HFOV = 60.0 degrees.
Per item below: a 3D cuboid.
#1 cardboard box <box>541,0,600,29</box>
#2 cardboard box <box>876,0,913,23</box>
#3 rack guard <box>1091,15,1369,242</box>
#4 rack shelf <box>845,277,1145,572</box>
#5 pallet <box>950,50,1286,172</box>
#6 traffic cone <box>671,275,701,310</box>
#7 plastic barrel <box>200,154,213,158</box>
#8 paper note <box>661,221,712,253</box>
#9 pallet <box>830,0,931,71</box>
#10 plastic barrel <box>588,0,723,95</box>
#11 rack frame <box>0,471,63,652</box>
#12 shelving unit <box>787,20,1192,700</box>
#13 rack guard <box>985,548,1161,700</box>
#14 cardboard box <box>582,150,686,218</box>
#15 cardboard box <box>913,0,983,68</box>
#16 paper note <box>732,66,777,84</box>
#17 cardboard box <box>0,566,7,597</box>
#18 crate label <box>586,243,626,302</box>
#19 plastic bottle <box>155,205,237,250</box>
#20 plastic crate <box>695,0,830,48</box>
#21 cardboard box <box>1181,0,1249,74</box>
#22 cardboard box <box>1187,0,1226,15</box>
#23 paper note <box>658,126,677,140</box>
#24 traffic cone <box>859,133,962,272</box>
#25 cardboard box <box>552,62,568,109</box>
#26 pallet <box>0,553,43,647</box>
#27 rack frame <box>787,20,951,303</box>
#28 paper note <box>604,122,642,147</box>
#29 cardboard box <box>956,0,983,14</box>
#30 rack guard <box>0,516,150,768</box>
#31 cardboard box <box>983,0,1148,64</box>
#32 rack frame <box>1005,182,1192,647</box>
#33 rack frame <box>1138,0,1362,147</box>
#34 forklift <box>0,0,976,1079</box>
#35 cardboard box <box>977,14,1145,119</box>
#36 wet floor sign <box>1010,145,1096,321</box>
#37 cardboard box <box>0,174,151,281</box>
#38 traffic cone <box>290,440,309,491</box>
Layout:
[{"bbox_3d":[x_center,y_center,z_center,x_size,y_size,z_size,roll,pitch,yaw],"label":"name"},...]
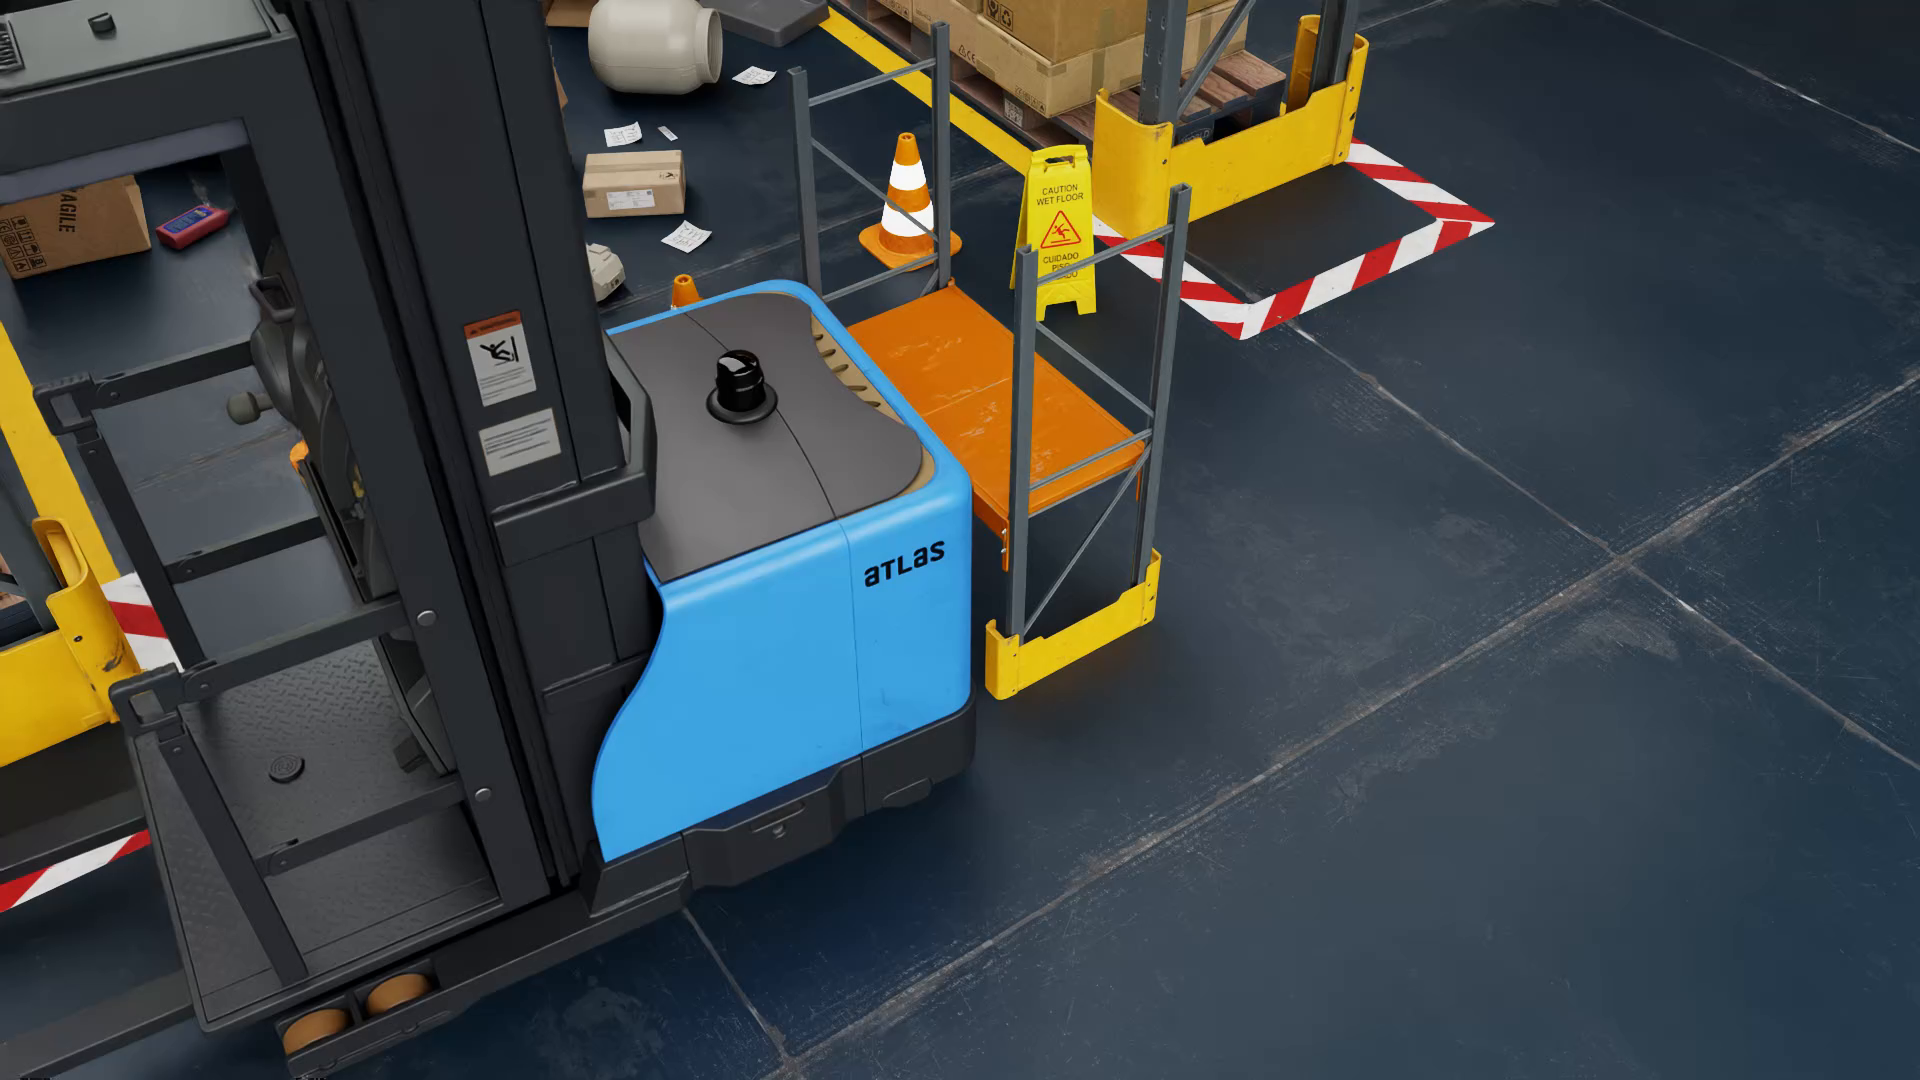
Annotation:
[{"bbox_3d":[-1.680,-2.725,7.740,0.500,0.500,0.500,4,44,4],"label":"cardboard box"},{"bbox_3d":[-0.166,-2.606,7.495,0.500,0.250,0.500,-27,50,-26],"label":"cardboard box"},{"bbox_3d":[1.068,-1.646,6.612,1.175,0.500,0.348,-26,49,-24],"label":"rack guard"},{"bbox_3d":[0.049,-0.364,4.806,0.538,0.185,1.000,-26,49,-24],"label":"rack shelf"},{"bbox_3d":[0.632,-2.015,7.208,1.003,0.211,1.213,-26,49,-24],"label":"pallet"},{"bbox_3d":[-0.909,-0.692,5.640,0.336,0.463,0.334,-26,49,-24],"label":"traffic cone"},{"bbox_3d":[-3.272,-1.791,6.820,0.512,0.421,0.421,4,44,4],"label":"plastic barrel"},{"bbox_3d":[-1.062,-1.182,6.466,0.142,0.019,0.148,26,49,25],"label":"paper note"},{"bbox_3d":[-0.062,-2.706,7.931,1.003,0.211,1.213,-26,49,-24],"label":"pallet"},{"bbox_3d":[-1.312,-2.147,7.192,0.512,0.421,0.421,4,44,4],"label":"plastic barrel"},{"bbox_3d":[-2.891,-0.494,3.595,1.000,3.000,0.127,-26,49,-24],"label":"rack frame"},{"bbox_3d":[0.044,-0.499,4.687,0.587,1.500,1.083,-26,49,-24],"label":"shelving unit"},{"bbox_3d":[0.329,0.235,4.823,0.587,0.250,0.087,-26,49,-24],"label":"rack guard"},{"bbox_3d":[-1.295,-1.420,6.629,0.380,0.149,0.250,-3,44,-4],"label":"cardboard box"},{"bbox_3d":[0.138,-2.312,7.187,0.500,0.250,0.500,-26,49,-24],"label":"cardboard box"},{"bbox_3d":[-0.912,-2.067,7.393,0.148,0.019,0.142,26,49,25],"label":"paper note"},{"bbox_3d":[-3.333,-0.236,4.559,0.875,0.875,0.875,-25,49,-24],"label":"cardboard box"},{"bbox_3d":[-1.409,-0.995,6.193,0.298,0.136,0.250,18,47,18],"label":"crate label"},{"bbox_3d":[-2.982,-1.239,6.504,0.133,0.061,0.283,26,49,25],"label":"plastic bottle"},{"bbox_3d":[-0.951,-2.503,7.814,0.583,0.080,0.402,26,49,25],"label":"plastic crate"},{"bbox_3d":[0.877,-2.230,7.101,0.500,0.250,0.500,-26,49,-25],"label":"cardboard box"},{"bbox_3d":[0.863,-2.515,6.856,0.500,0.500,0.500,-27,50,-26],"label":"cardboard box"},{"bbox_3d":[-1.239,-1.725,7.049,0.032,0.001,0.123,-26,49,-24],"label":"paper note"},{"bbox_3d":[-0.193,-1.323,6.301,0.336,0.463,0.334,-26,49,-24],"label":"traffic cone"},{"bbox_3d":[-1.970,-1.599,6.560,0.637,0.503,0.797,11,45,11],"label":"cardboard box"},{"bbox_3d":[-3.413,0.092,5.000,1.003,0.211,1.213,-26,49,-24],"label":"pallet"},{"bbox_3d":[-0.242,-0.782,4.983,0.500,1.500,0.032,-26,49,-24],"label":"rack frame"},{"bbox_3d":[-1.425,-1.718,7.036,0.148,0.019,0.142,-10,45,-11],"label":"paper note"},{"bbox_3d":[0.138,-2.580,6.925,0.500,0.500,0.500,-24,49,-23],"label":"cardboard box"},{"bbox_3d":[-2.877,0.423,4.444,1.175,0.500,0.348,-26,49,-24],"label":"rack guard"},{"bbox_3d":[0.439,-2.286,6.617,0.500,0.500,0.500,-25,49,-24],"label":"cardboard box"},{"bbox_3d":[0.340,-0.206,4.380,0.500,1.500,0.032,-26,49,-24],"label":"rack frame"},{"bbox_3d":[1.111,-2.507,5.704,1.000,3.000,0.127,-26,49,-24],"label":"rack frame"},{"bbox_3d":[-1.496,-0.215,3.353,3.031,2.935,1.130,-21,48,-21],"label":"forklift"},{"bbox_3d":[0.414,-2.029,6.891,0.500,0.250,0.500,-26,49,-25],"label":"cardboard box"},{"bbox_3d":[0.342,-1.125,5.961,0.267,0.644,0.232,-10,45,-11],"label":"wet floor sign"},{"bbox_3d":[-3.449,-1.383,6.334,0.500,0.500,0.500,-18,46,-18],"label":"cardboard box"},{"bbox_3d":[-2.030,-0.438,5.374,0.336,0.463,0.334,-26,49,-24],"label":"traffic cone"}]
